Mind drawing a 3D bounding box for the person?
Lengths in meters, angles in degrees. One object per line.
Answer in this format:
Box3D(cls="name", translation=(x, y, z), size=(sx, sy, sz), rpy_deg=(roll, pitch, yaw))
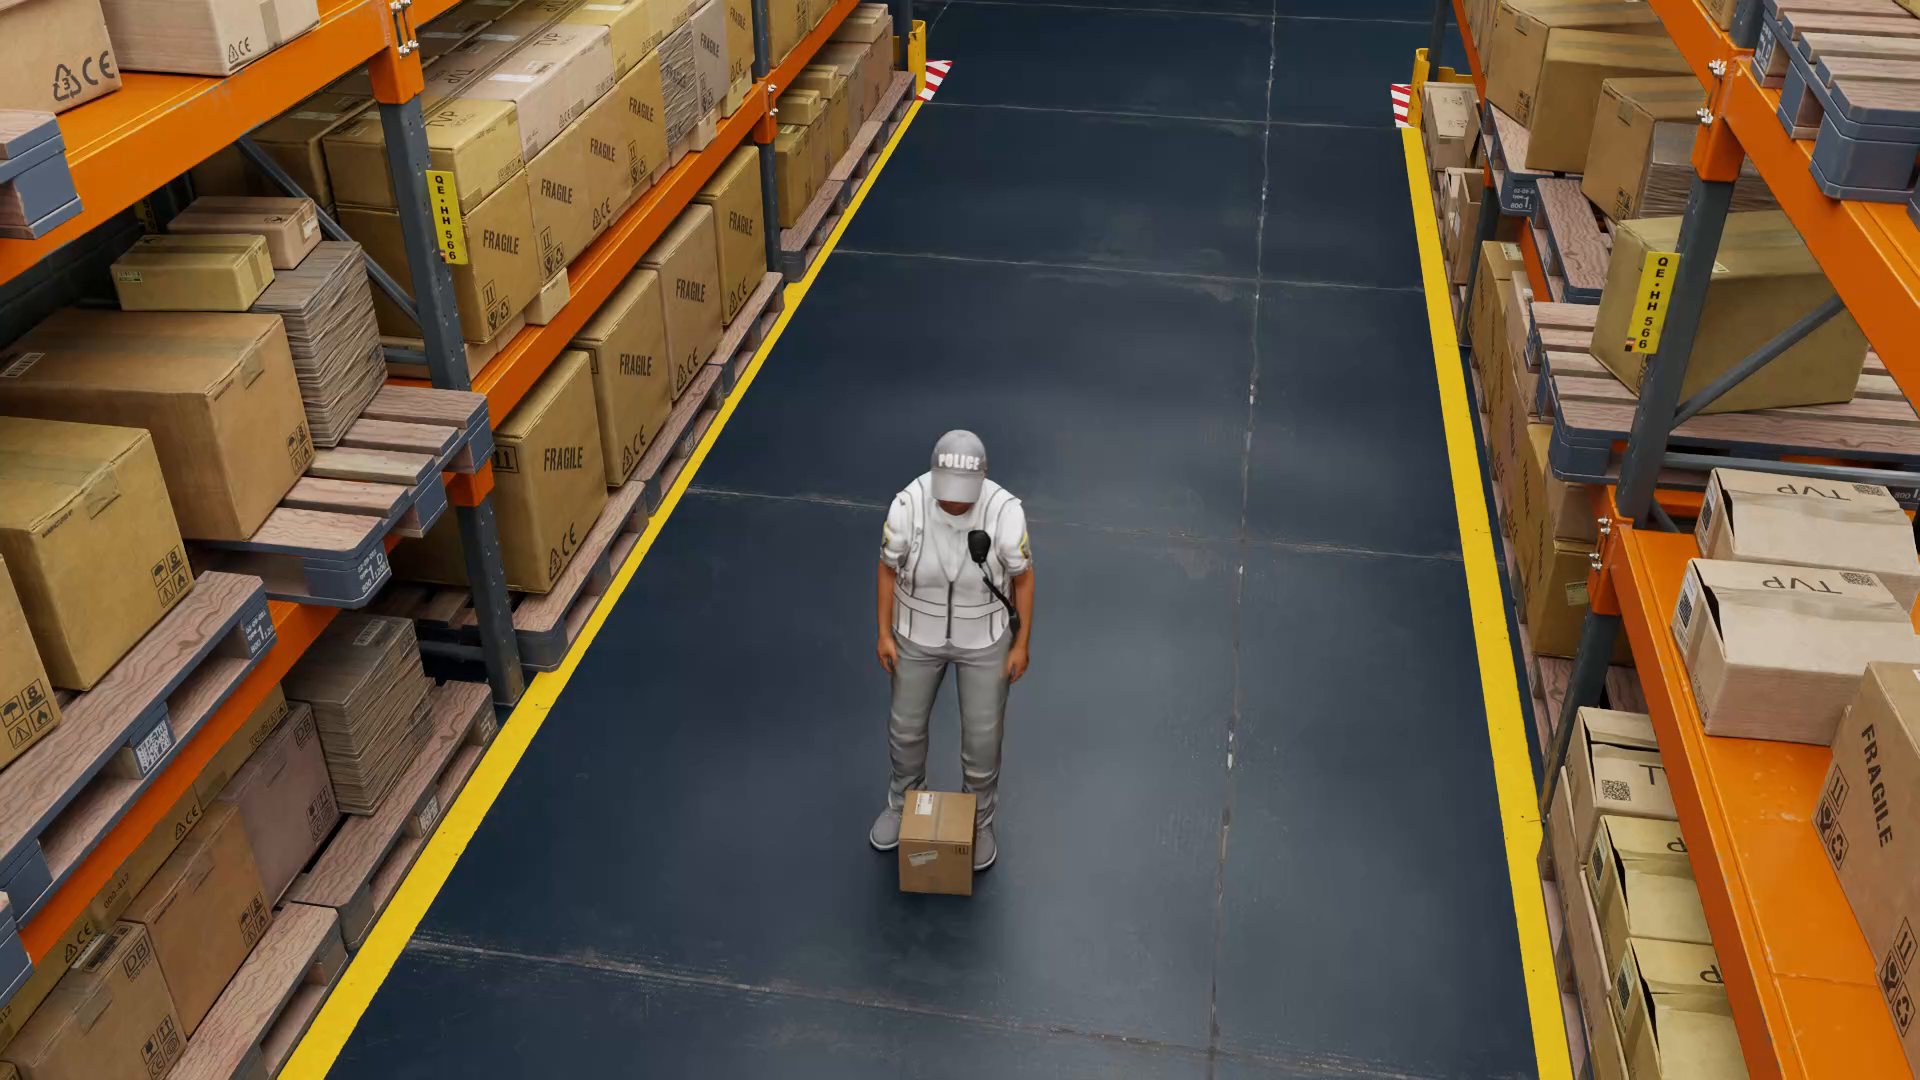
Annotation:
Box3D(cls="person", translation=(-0.037, 0.344, 5.594), size=(0.558, 1.665, 0.468), rpy_deg=(3, 33, 5))
